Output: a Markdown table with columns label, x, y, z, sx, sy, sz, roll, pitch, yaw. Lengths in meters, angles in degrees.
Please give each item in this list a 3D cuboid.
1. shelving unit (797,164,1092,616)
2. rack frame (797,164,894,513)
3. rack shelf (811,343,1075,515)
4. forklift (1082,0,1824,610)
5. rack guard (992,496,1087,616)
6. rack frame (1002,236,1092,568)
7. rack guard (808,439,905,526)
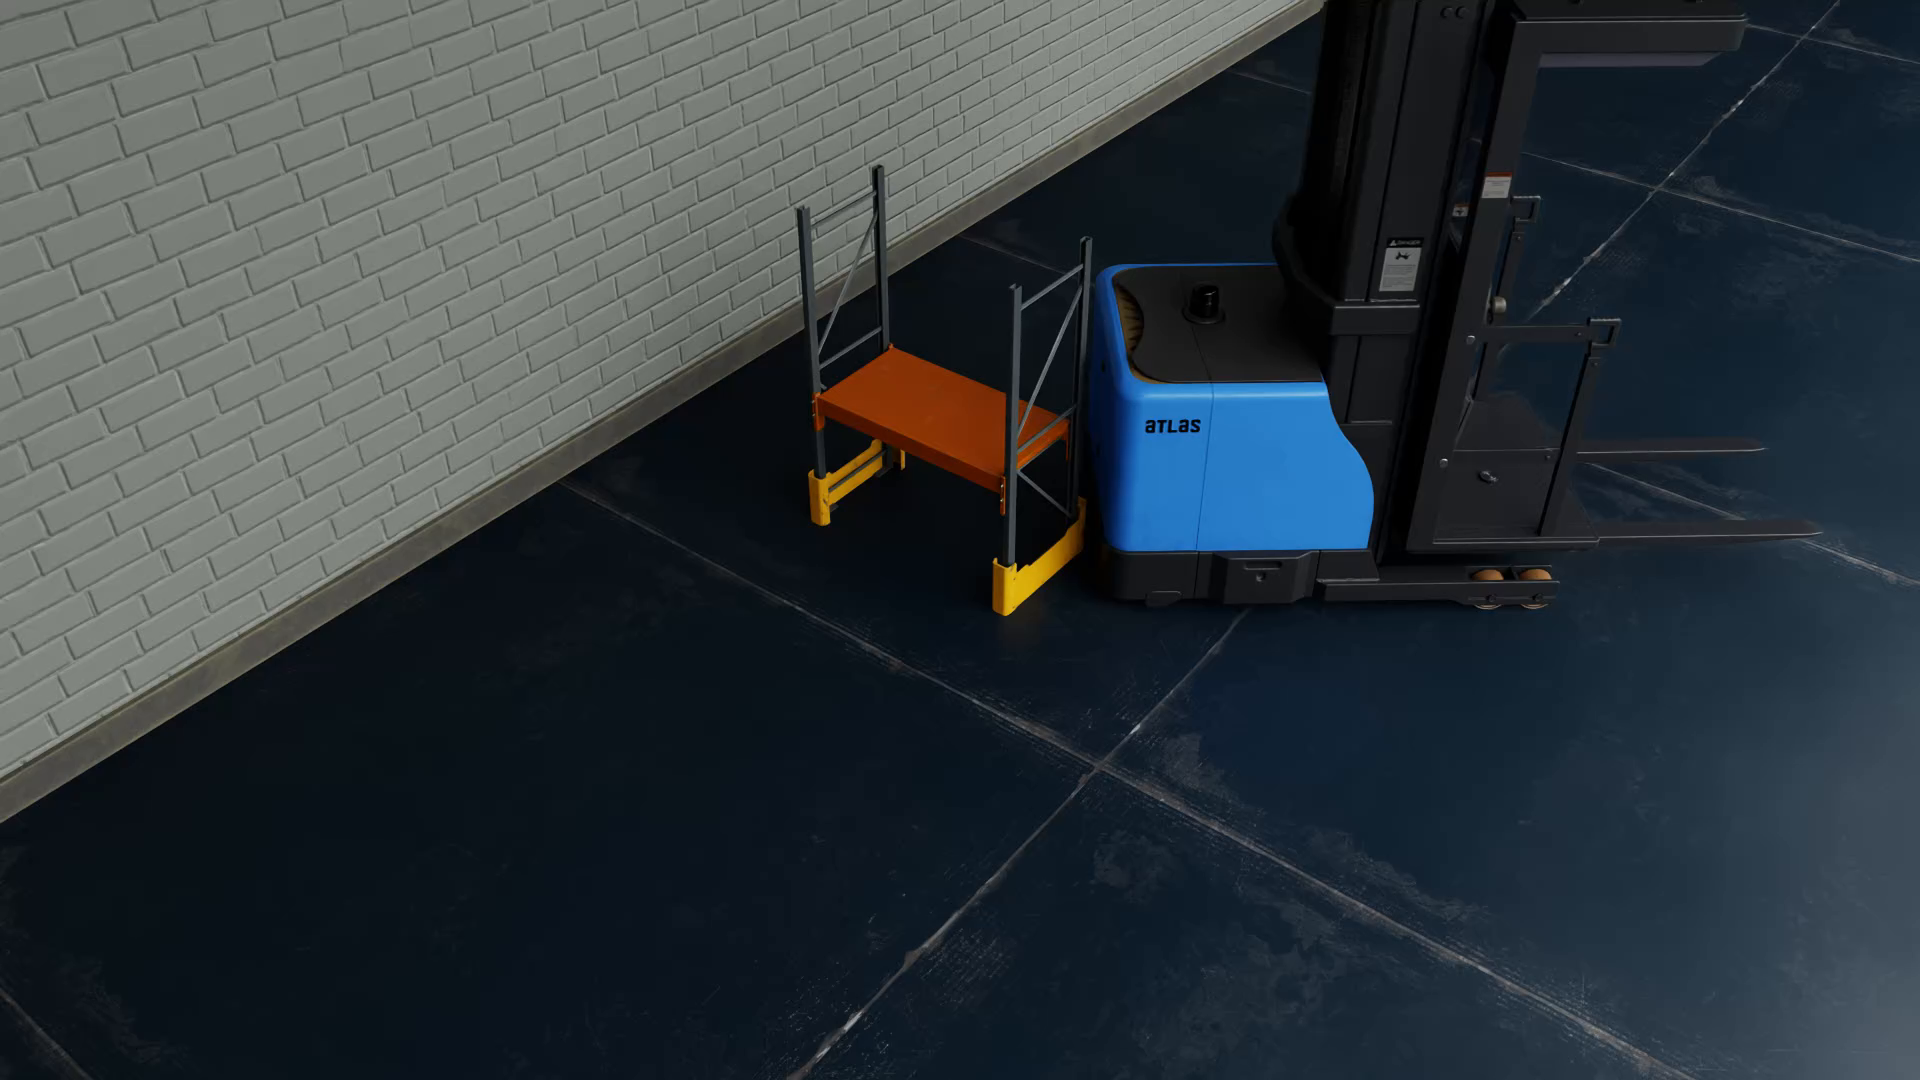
| label | x | y | z | sx | sy | sz | roll | pitch | yaw |
| --- | --- | --- | --- | --- | --- | --- | --- | --- | --- |
| shelving unit | -0.061 | -0.619 | 6.824 | 1.083 | 1.500 | 0.587 | 25 | 45 | 29 |
| rack frame | -0.472 | -0.813 | 7.072 | 0.032 | 1.500 | 0.500 | 25 | 45 | 29 |
| rack shelf | -0.068 | -0.481 | 6.939 | 1.000 | 0.185 | 0.538 | 25 | 45 | 29 |
| forklift | 2.081 | -1.195 | 6.398 | 3.031 | 2.935 | 1.130 | -1 | 38 | -1 |
| rack guard | 0.335 | 0.060 | 6.971 | 0.087 | 0.250 | 0.587 | 25 | 45 | 29 |
| rack frame | 0.336 | -0.432 | 6.585 | 0.032 | 1.500 | 0.500 | 25 | 45 | 29 |
| rack guard | -0.456 | -0.313 | 7.448 | 0.087 | 0.250 | 0.587 | 25 | 45 | 29 |
